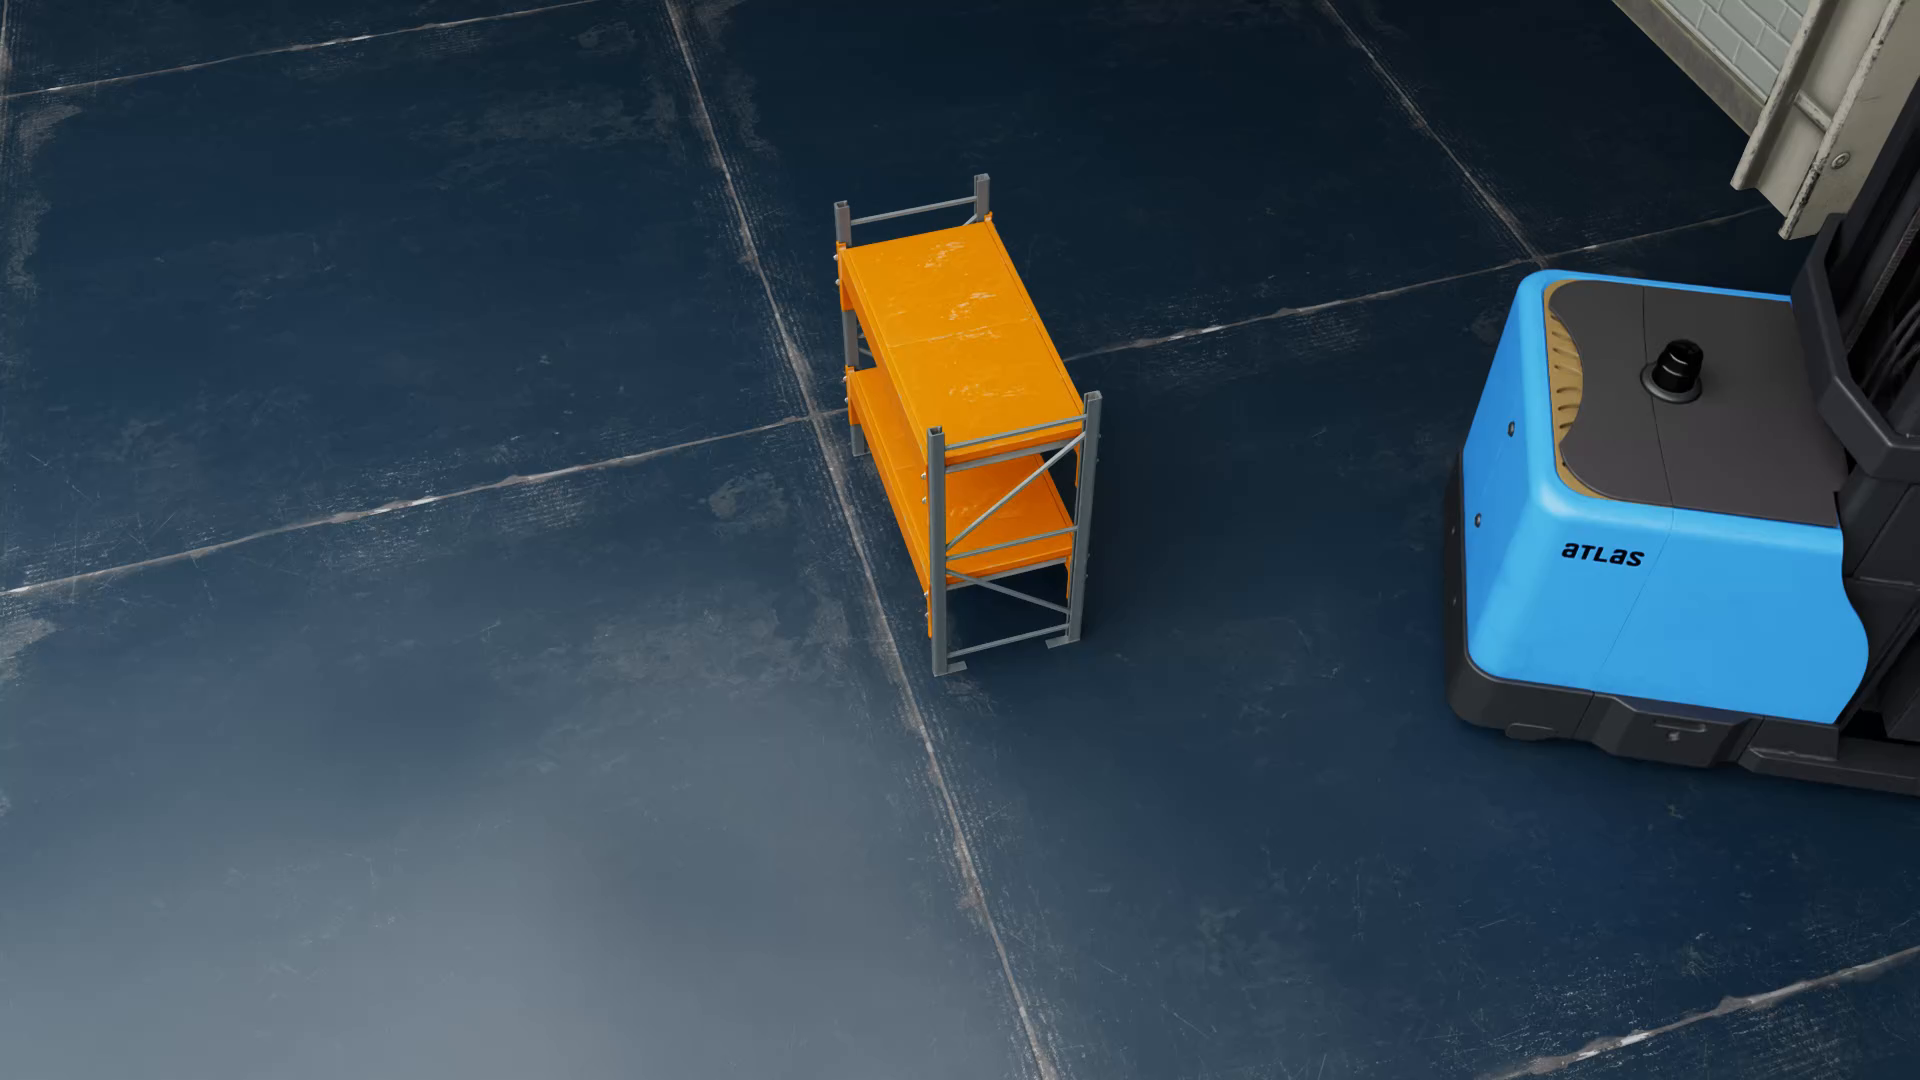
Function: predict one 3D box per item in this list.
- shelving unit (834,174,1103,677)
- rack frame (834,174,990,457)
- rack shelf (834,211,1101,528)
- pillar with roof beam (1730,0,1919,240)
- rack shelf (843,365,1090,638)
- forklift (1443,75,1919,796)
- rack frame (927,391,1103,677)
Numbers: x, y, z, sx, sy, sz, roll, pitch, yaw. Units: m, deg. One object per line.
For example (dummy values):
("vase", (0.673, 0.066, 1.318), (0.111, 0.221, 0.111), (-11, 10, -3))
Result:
("shelving unit", (0.002, -0.358, 5.316), (0.538, 1.125, 1.048), (-13, 51, -11))
("rack frame", (-0.148, -0.729, 5.629), (0.500, 1.125, 0.032), (-13, 51, -11))
("rack shelf", (0.002, -0.546, 5.092), (0.538, 0.278, 1.000), (-13, 51, -11))
("pillar with roof beam", (-0.659, -3.327, 2.669), (9.100, 9.000, 0.400), (-13, 51, -11))
("rack shelf", (0.002, -0.200, 5.503), (0.538, 0.278, 1.000), (-13, 51, -11))
("forklift", (3.099, -0.527, 4.277), (3.031, 2.935, 1.130), (8, 50, 6))
("rack frame", (0.152, 0.014, 5.003), (0.500, 1.125, 0.032), (-13, 51, -11))
